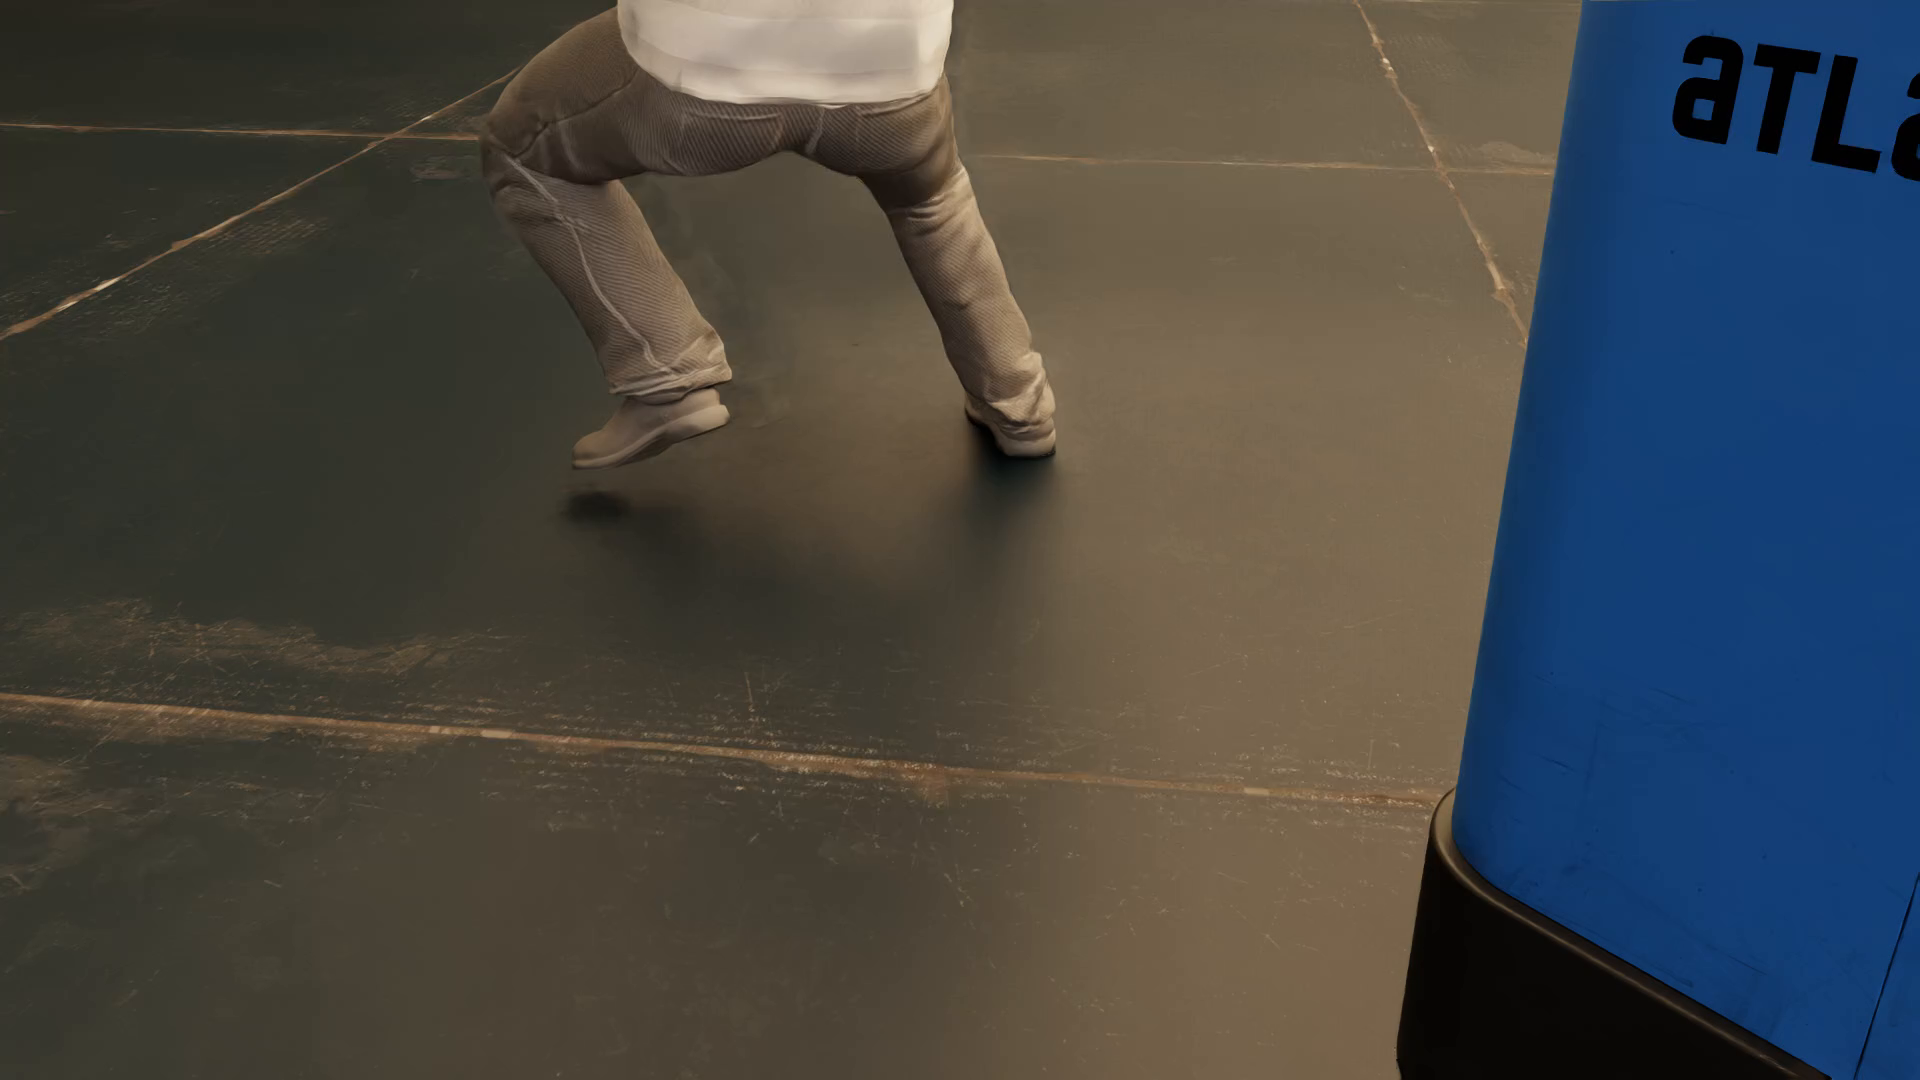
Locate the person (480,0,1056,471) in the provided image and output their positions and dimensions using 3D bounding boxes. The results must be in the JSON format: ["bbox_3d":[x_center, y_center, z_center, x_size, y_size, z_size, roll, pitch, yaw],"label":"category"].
[{"bbox_3d":[-0.269,-0.803,2.359,0.953,1.568,0.781,-10,28,-20],"label":"person"}]
